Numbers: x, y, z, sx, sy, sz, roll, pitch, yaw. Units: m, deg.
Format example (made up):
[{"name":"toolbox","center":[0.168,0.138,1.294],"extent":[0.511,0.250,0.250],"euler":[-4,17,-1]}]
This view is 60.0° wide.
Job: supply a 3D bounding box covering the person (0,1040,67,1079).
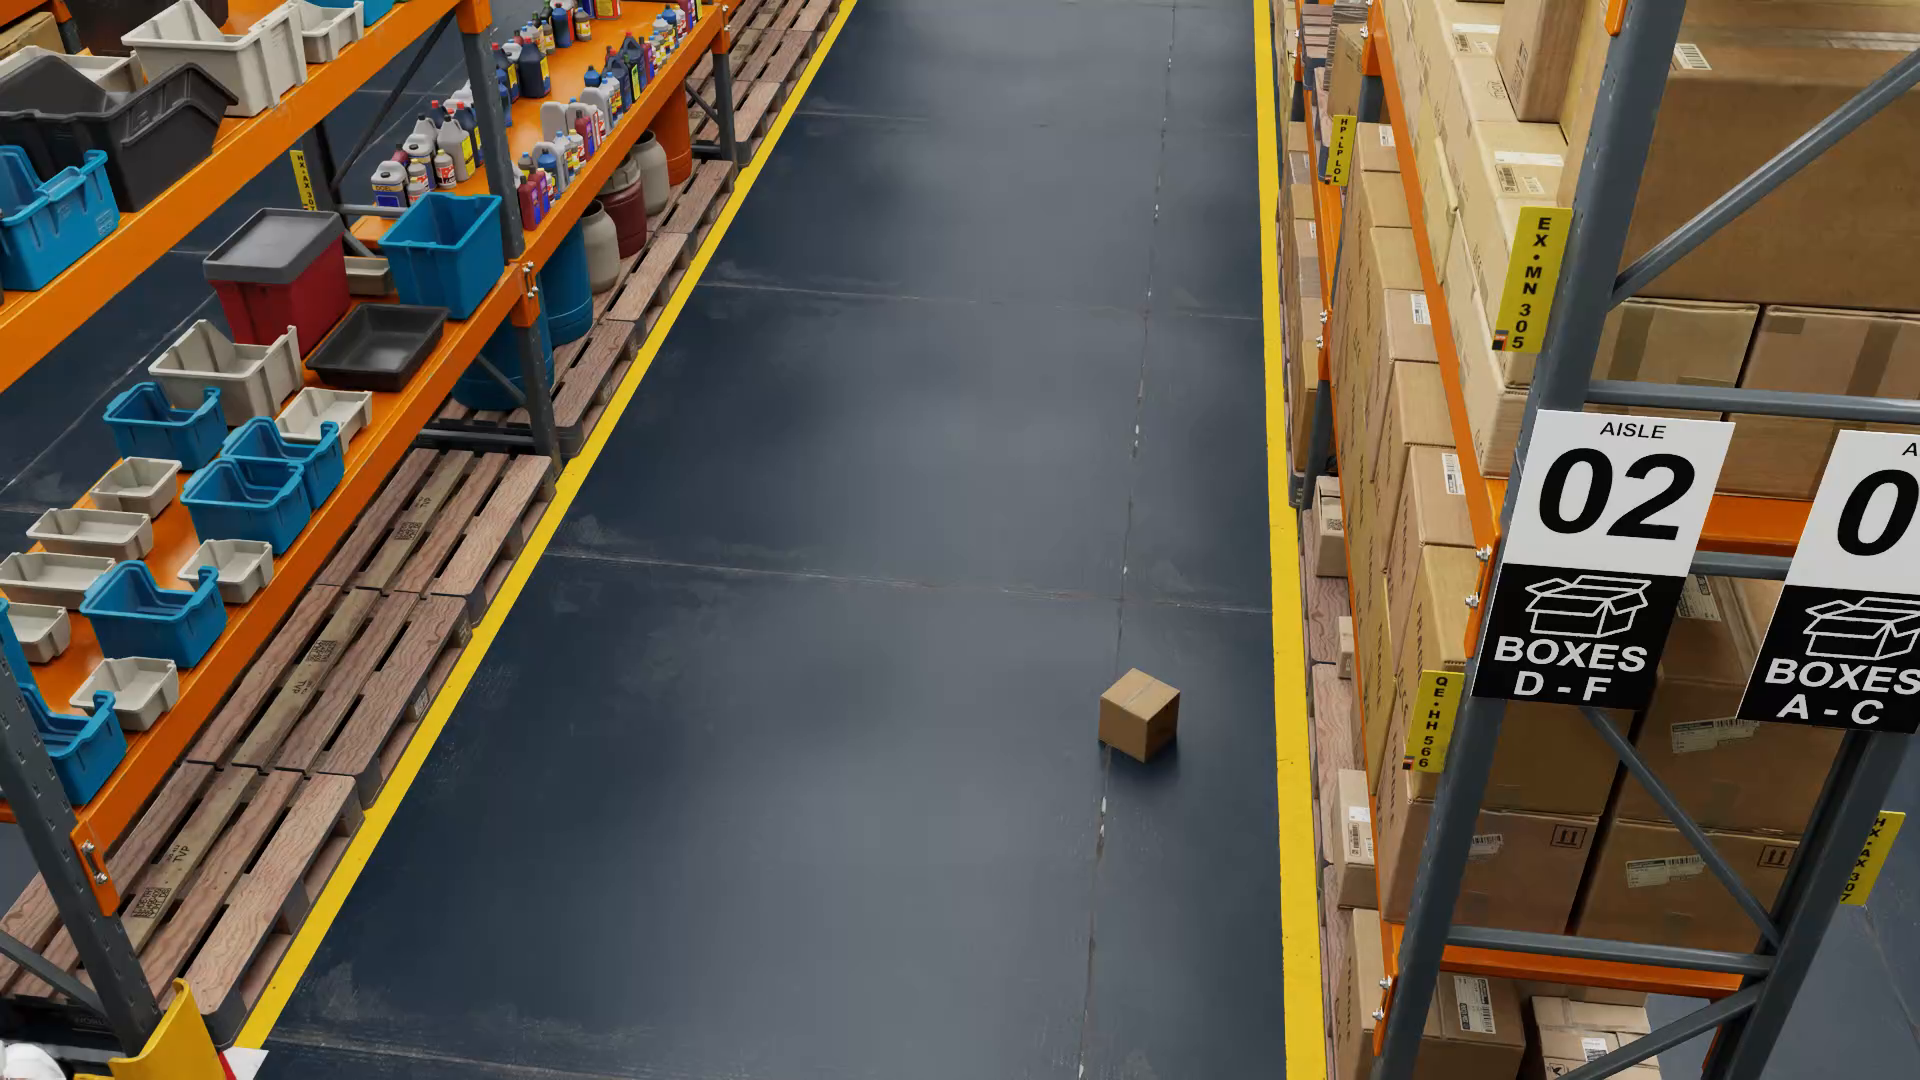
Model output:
[{"name":"person","center":[-2.425,1.908,4.365],"extent":[0.923,1.746,0.608],"euler":[-18,40,-23]}]
